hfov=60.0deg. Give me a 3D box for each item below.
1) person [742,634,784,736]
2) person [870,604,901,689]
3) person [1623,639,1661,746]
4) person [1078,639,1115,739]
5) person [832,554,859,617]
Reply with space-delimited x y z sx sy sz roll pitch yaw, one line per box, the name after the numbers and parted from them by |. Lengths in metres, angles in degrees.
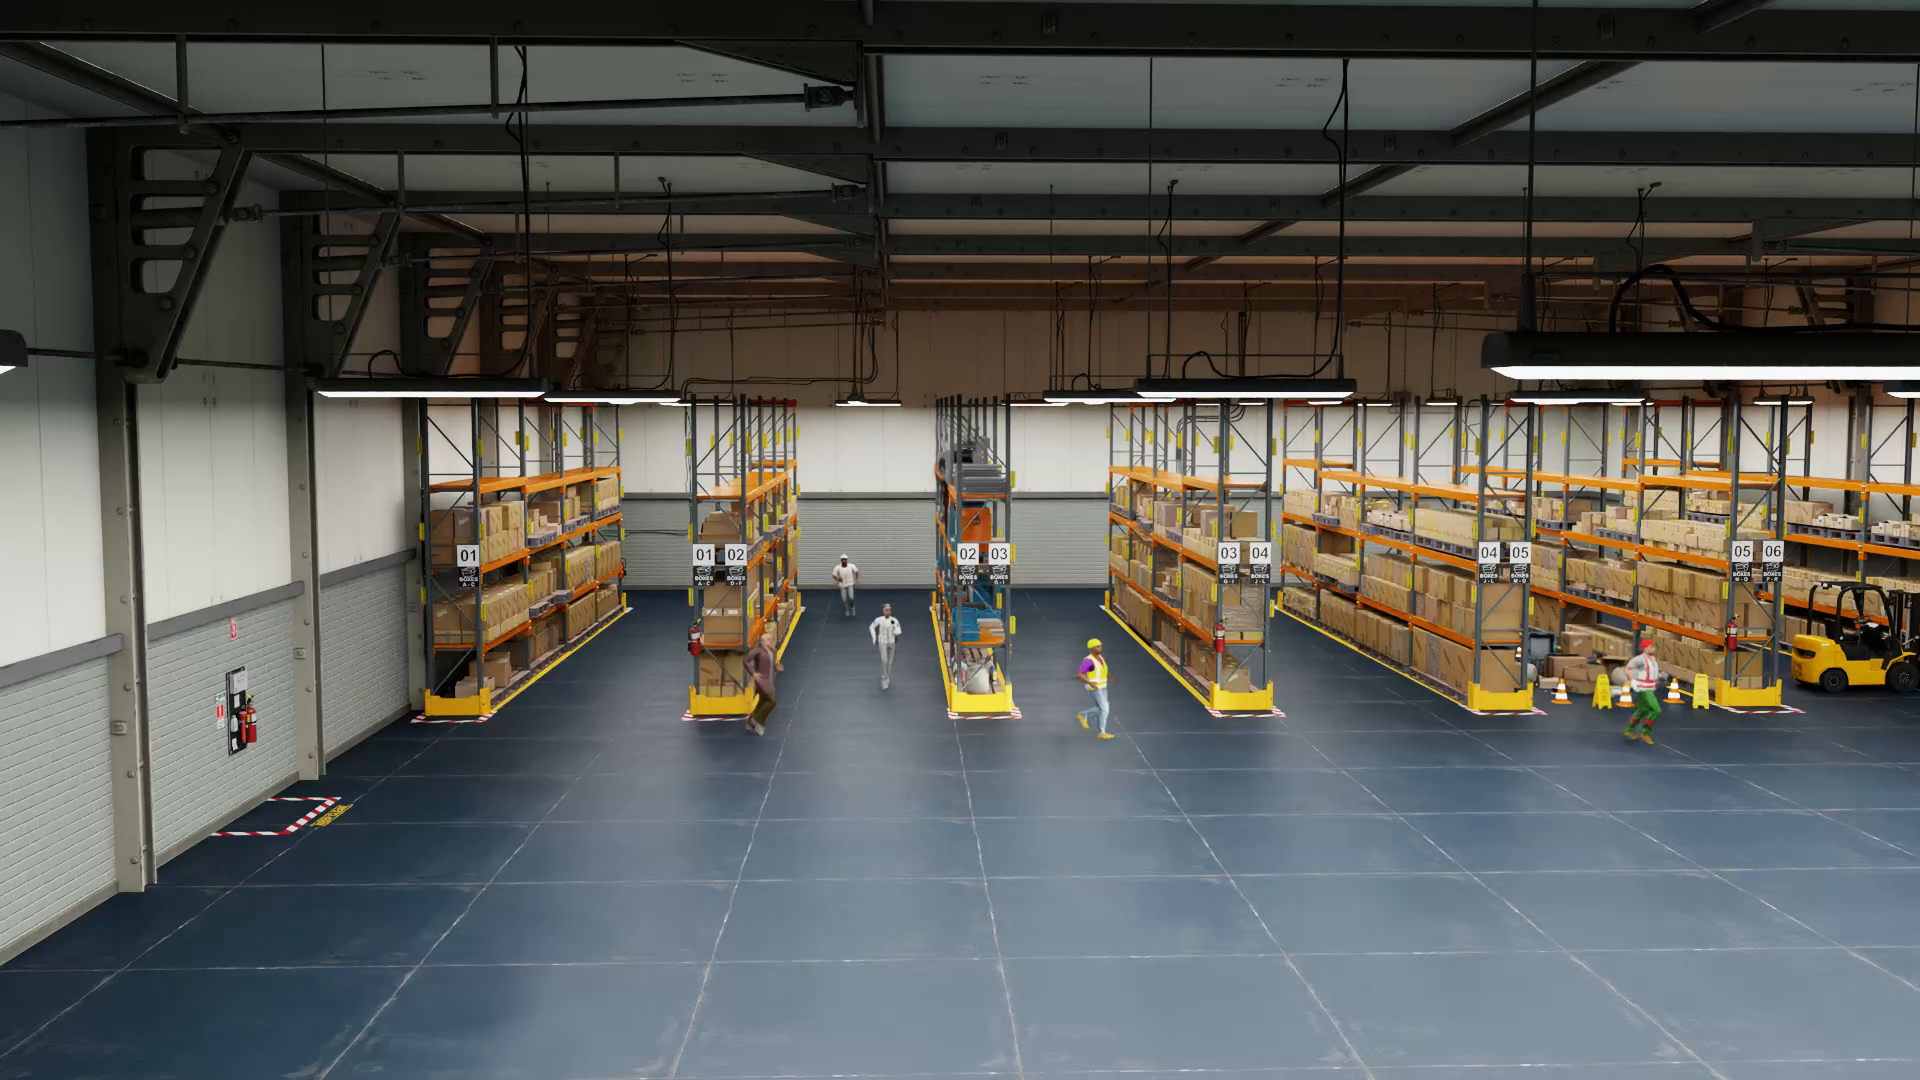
-3.423 2.538 29.347 0.666 1.784 0.716 2 5 25 | person
-1.514 2.179 34.335 0.584 1.755 0.752 -2 5 -19 | person
11.715 2.589 28.479 0.633 1.817 0.683 -4 6 -43 | person
2.343 2.584 28.968 0.753 1.723 0.707 3 5 32 | person
-3.138 1.256 45.665 0.728 1.723 0.573 -1 5 -6 | person
